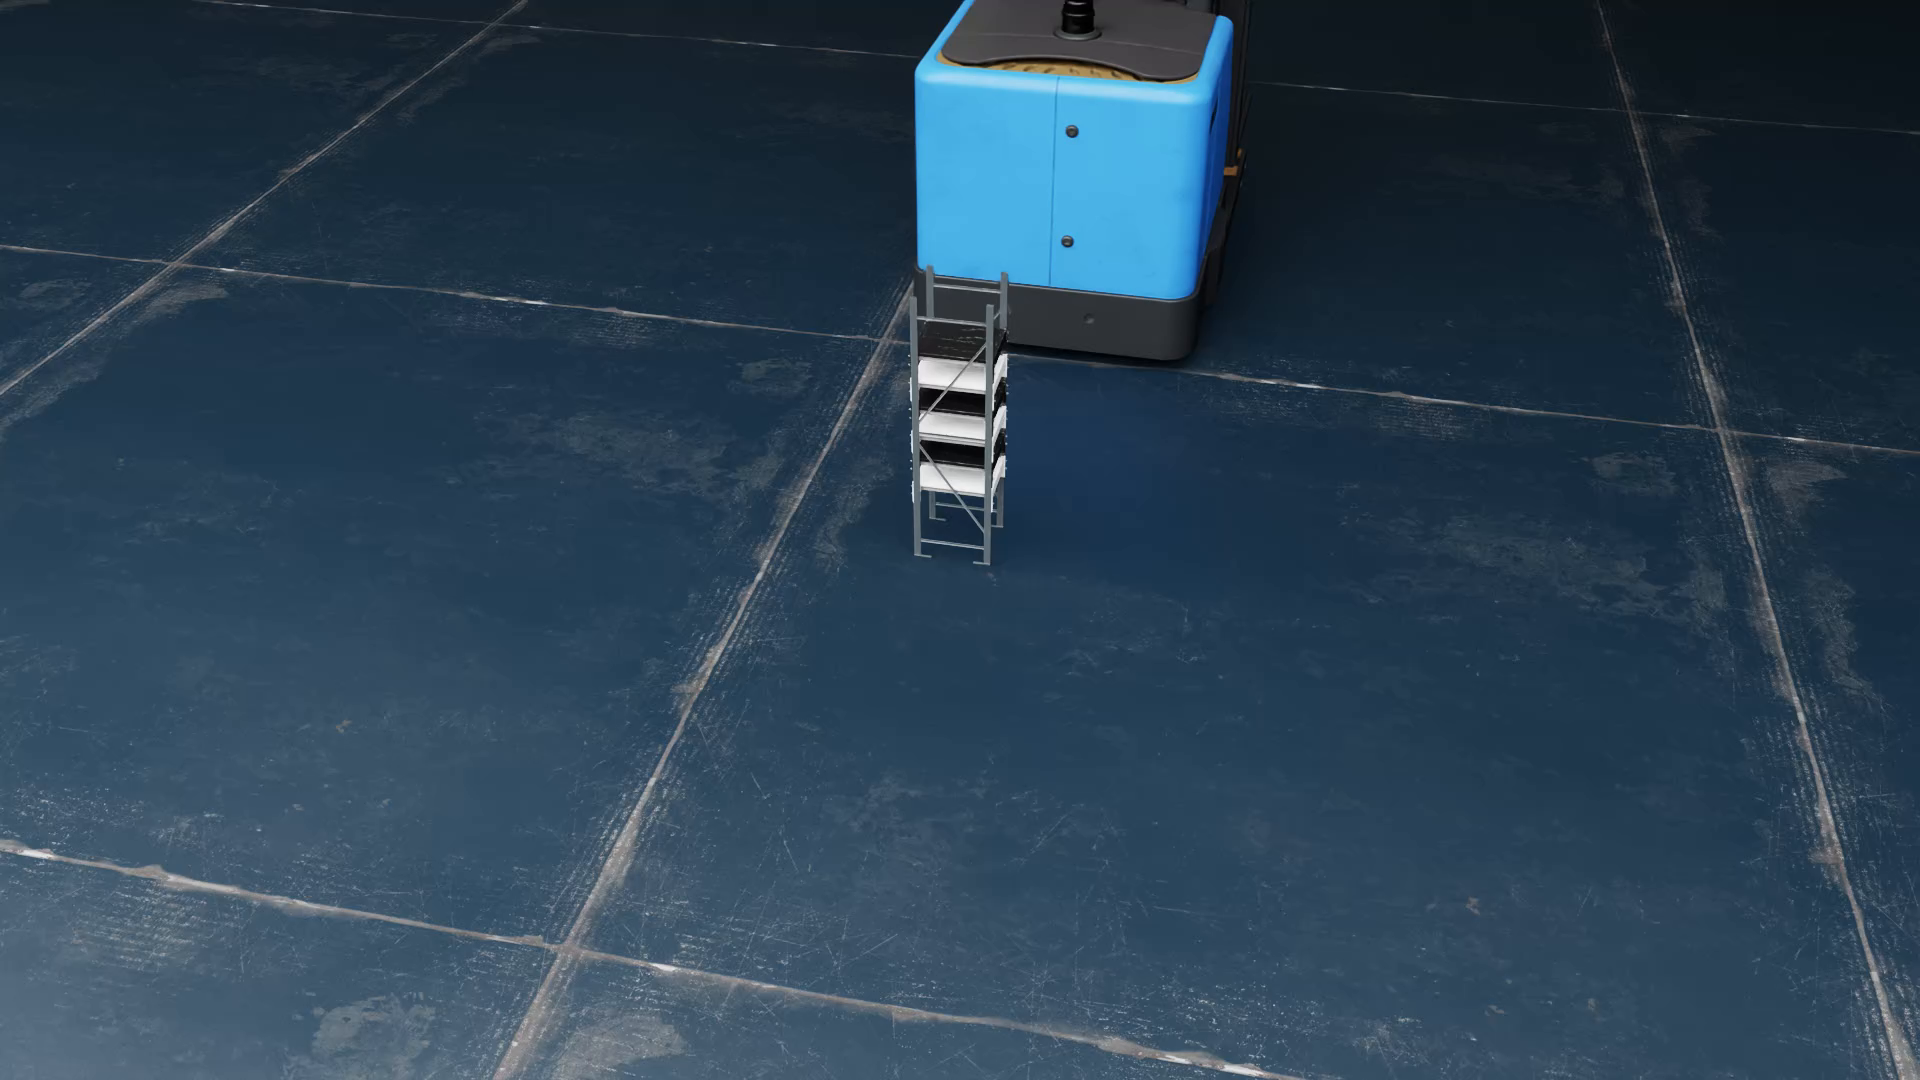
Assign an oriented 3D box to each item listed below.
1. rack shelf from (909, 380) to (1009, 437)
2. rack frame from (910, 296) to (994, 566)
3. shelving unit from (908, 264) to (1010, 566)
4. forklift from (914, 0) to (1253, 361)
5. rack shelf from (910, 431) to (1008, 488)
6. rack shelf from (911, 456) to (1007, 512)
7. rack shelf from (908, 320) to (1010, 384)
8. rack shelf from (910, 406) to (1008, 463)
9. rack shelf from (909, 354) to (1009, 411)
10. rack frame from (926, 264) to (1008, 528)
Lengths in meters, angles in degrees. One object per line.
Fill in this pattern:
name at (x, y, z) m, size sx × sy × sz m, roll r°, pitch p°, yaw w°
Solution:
rack shelf at (-0.002, -0.406, 4.946) m, size 0.258 × 0.077 × 0.200 m, roll 7°, pitch 37°, yaw 10°
rack frame at (-0.023, -0.301, 4.899) m, size 0.240 × 0.900 × 0.006 m, roll 7°, pitch 37°, yaw 10°
shelving unit at (-0.002, -0.360, 4.979) m, size 0.258 × 0.900 × 0.210 m, roll 7°, pitch 37°, yaw 10°
forklift at (0.665, -2.701, 6.478) m, size 1.130 × 2.935 × 3.031 m, roll 8°, pitch 37°, yaw 11°
rack shelf at (-0.002, -0.260, 5.052) m, size 0.258 × 0.077 × 0.200 m, roll 7°, pitch 37°, yaw 10°
rack shelf at (-0.002, -0.187, 5.105) m, size 0.258 × 0.077 × 0.200 m, roll 7°, pitch 37°, yaw 10°
rack shelf at (-0.002, -0.551, 4.841) m, size 0.258 × 0.077 × 0.200 m, roll 7°, pitch 37°, yaw 10°
rack shelf at (-0.002, -0.333, 4.999) m, size 0.258 × 0.077 × 0.200 m, roll 7°, pitch 37°, yaw 10°
rack shelf at (-0.002, -0.478, 4.893) m, size 0.258 × 0.077 × 0.200 m, roll 7°, pitch 37°, yaw 10°
rack frame at (0.020, -0.418, 5.060) m, size 0.240 × 0.900 × 0.006 m, roll 7°, pitch 37°, yaw 10°
